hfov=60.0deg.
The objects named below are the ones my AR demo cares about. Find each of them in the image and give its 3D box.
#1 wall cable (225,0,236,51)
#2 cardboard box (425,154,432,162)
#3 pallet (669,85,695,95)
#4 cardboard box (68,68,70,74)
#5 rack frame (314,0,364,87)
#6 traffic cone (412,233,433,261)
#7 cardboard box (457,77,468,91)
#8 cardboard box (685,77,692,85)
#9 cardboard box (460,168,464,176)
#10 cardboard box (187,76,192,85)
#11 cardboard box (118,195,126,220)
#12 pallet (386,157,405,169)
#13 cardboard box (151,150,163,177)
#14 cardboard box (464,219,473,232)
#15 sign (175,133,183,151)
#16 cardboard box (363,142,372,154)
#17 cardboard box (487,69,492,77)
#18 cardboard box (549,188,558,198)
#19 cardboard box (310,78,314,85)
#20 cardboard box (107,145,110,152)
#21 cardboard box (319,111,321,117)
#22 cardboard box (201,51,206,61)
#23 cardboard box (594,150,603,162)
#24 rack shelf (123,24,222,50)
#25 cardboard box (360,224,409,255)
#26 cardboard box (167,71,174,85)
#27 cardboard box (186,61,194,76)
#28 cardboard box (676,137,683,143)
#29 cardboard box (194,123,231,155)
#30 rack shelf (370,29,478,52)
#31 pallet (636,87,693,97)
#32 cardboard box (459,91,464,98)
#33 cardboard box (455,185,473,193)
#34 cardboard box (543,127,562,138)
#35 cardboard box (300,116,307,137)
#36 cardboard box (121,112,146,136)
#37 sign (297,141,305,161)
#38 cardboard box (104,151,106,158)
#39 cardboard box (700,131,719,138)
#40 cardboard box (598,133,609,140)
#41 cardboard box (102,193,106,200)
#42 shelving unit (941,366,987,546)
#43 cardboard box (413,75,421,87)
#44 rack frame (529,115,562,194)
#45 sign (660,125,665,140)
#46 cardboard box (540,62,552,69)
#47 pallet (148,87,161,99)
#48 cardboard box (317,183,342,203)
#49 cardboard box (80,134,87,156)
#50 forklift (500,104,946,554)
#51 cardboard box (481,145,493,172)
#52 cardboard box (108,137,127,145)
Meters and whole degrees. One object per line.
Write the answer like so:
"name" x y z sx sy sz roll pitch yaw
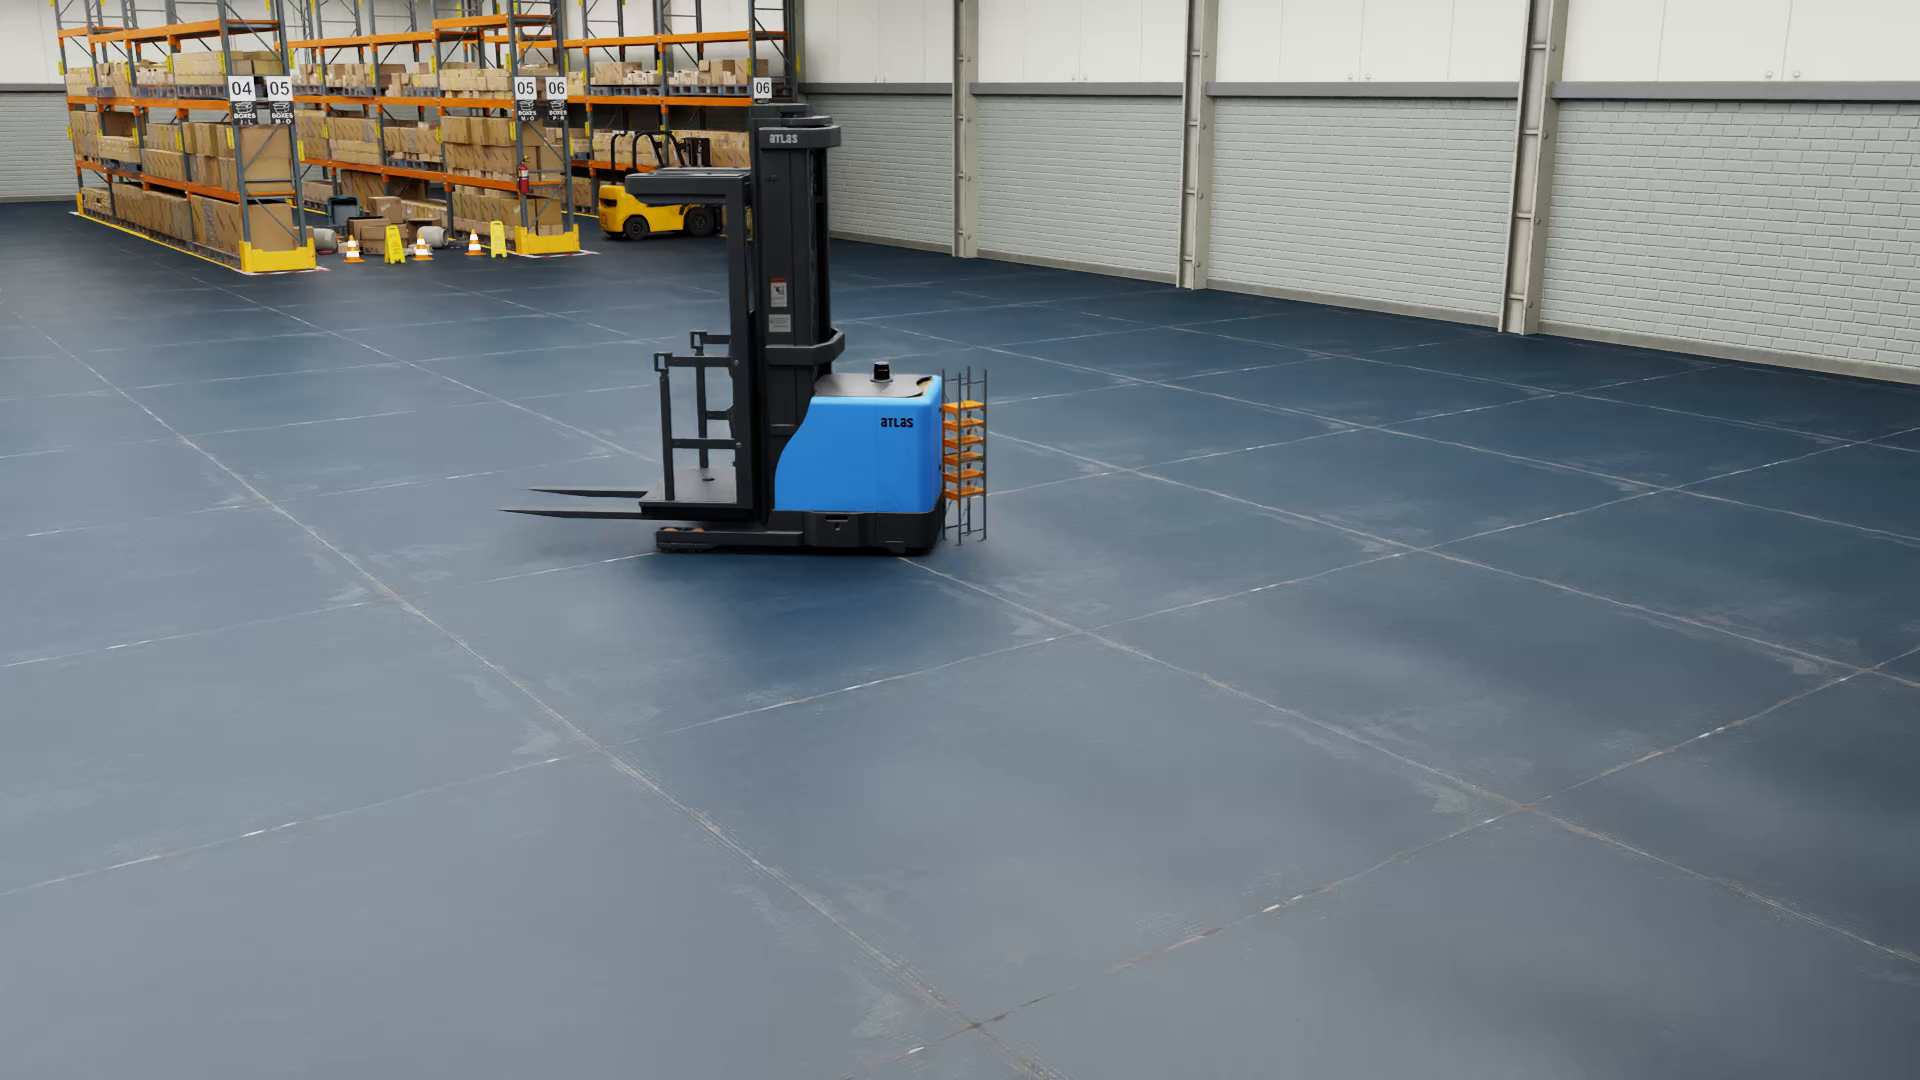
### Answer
"wall cable" -20.743 -14.375 47.053 0.463 3.000 0.029 -11 19 -35
"cardboard box" -10.963 -8.005 34.823 0.380 0.149 0.250 -11 19 -35
"pallet" -5.580 -9.746 35.987 1.003 0.211 1.213 -11 19 -35
"cardboard box" -20.874 -11.098 39.342 0.380 0.149 0.250 -11 19 -35
"rack frame" -14.819 -12.350 39.654 1.000 3.000 0.127 -11 19 -35
"traffic cone" -9.758 -5.317 30.128 0.336 0.463 0.334 -11 19 -35
"cardboard box" -9.483 -8.912 32.495 0.500 0.250 0.500 -11 19 -34
"cardboard box" -5.632 -9.789 35.469 0.380 0.149 0.250 -10 18 -33
"cardboard box" -9.818 -7.412 33.452 0.380 0.149 0.250 -11 19 -35
"cardboard box" -13.521 -8.187 29.617 0.380 0.149 0.250 -11 19 -35
"cardboard box" -18.231 -7.352 36.696 0.500 0.500 0.500 -10 18 -32
"pallet" -11.962 -8.374 36.855 1.213 0.211 1.003 -11 19 -35
"cardboard box" -15.769 -7.507 33.134 0.500 0.500 0.500 -11 19 -35
"cardboard box" -9.664 -6.345 33.488 0.500 0.250 0.500 -10 18 -31
"sign" -14.493 -7.392 30.860 0.100 0.325 0.005 -11 19 -35
"cardboard box" -13.262 -8.944 37.911 0.500 0.250 0.500 -11 19 -36
"cardboard box" -8.732 -8.859 31.546 0.380 0.149 0.250 -11 19 -35
"cardboard box" -10.093 -8.867 42.231 0.500 0.500 0.500 -12 19 -36
"cardboard box" -15.609 -11.176 40.537 0.380 0.149 0.250 -10 18 -33
"cardboard box" -18.284 -8.513 36.116 0.380 0.149 0.250 -10 18 -32
"cardboard box" -15.464 -10.444 40.742 0.380 0.149 0.250 -11 19 -34
"cardboard box" -12.776 -8.301 28.523 0.380 0.149 0.250 -11 19 -34
"cardboard box" -8.391 -9.169 39.678 0.500 0.250 0.500 -11 19 -34
"rack shelf" -15.236 -9.739 32.234 1.077 0.370 4.000 -11 19 -35
"cardboard box" -10.844 -5.672 31.348 0.637 0.503 0.797 4 16 13
"cardboard box" -14.605 -8.710 31.334 0.500 0.250 0.500 -11 19 -34
"cardboard box" -13.404 -8.364 29.508 0.500 0.250 0.500 -11 19 -35
"cardboard box" -5.974 -8.717 36.324 0.380 0.149 0.250 -10 18 -33
"cardboard box" -13.247 -7.232 29.986 0.875 0.550 0.550 -11 19 -35
"rack shelf" -11.291 -10.529 35.120 1.077 0.370 4.000 -11 19 -35
"pallet" -6.632 -10.061 37.332 0.805 0.209 1.217 -12 19 -37
"cardboard box" -9.672 -8.809 32.875 0.380 0.149 0.250 -10 18 -33
"cardboard box" -9.962 -7.095 33.582 0.380 0.149 0.250 -11 19 -34
"cardboard box" -10.398 -10.230 42.287 0.700 0.500 0.500 -11 19 -34
"cardboard box" -16.207 -10.370 41.700 0.500 0.500 0.500 -11 19 -34
"cardboard box" -18.832 -9.475 37.865 0.500 0.500 0.500 -10 18 -33
"sign" -11.256 -6.645 28.383 0.100 0.325 0.005 -11 19 -35
"cardboard box" -18.593 -8.480 36.559 0.380 0.149 0.250 -11 19 -34
"cardboard box" -5.334 -8.647 35.507 0.380 0.149 0.250 -11 19 -35
"cardboard box" -8.347 -9.564 39.421 0.380 0.149 0.250 -10 18 -33
"cardboard box" -19.518 -7.917 38.299 0.380 0.149 0.250 -11 19 -35
"shelving unit" 0.029 -0.576 11.406 0.258 1.200 0.189 -11 19 -36
"cardboard box" -11.168 -9.646 34.942 0.500 0.250 0.500 -11 19 -34
"rack frame" -10.806 -10.228 43.264 1.000 3.000 0.127 -11 19 -35
"sign" -6.536 -8.954 36.564 0.100 0.325 0.005 -11 19 -35
"cardboard box" -10.571 -12.093 42.538 0.396 0.266 0.258 -11 19 -35
"pallet" -15.330 -8.801 32.725 1.003 0.211 1.213 -10 18 -32
"cardboard box" -15.628 -8.765 41.977 0.875 0.438 0.875 -12 19 -36
"cardboard box" -20.462 -9.357 39.329 0.500 0.500 0.500 -11 19 -34
"forklift" -1.646 -1.461 11.362 3.031 2.935 1.130 1 15 5
"cardboard box" -8.888 -7.374 32.084 0.500 0.500 0.500 -11 19 -35
"cardboard box" -18.143 -8.604 35.882 0.380 0.149 0.250 -10 18 -32
